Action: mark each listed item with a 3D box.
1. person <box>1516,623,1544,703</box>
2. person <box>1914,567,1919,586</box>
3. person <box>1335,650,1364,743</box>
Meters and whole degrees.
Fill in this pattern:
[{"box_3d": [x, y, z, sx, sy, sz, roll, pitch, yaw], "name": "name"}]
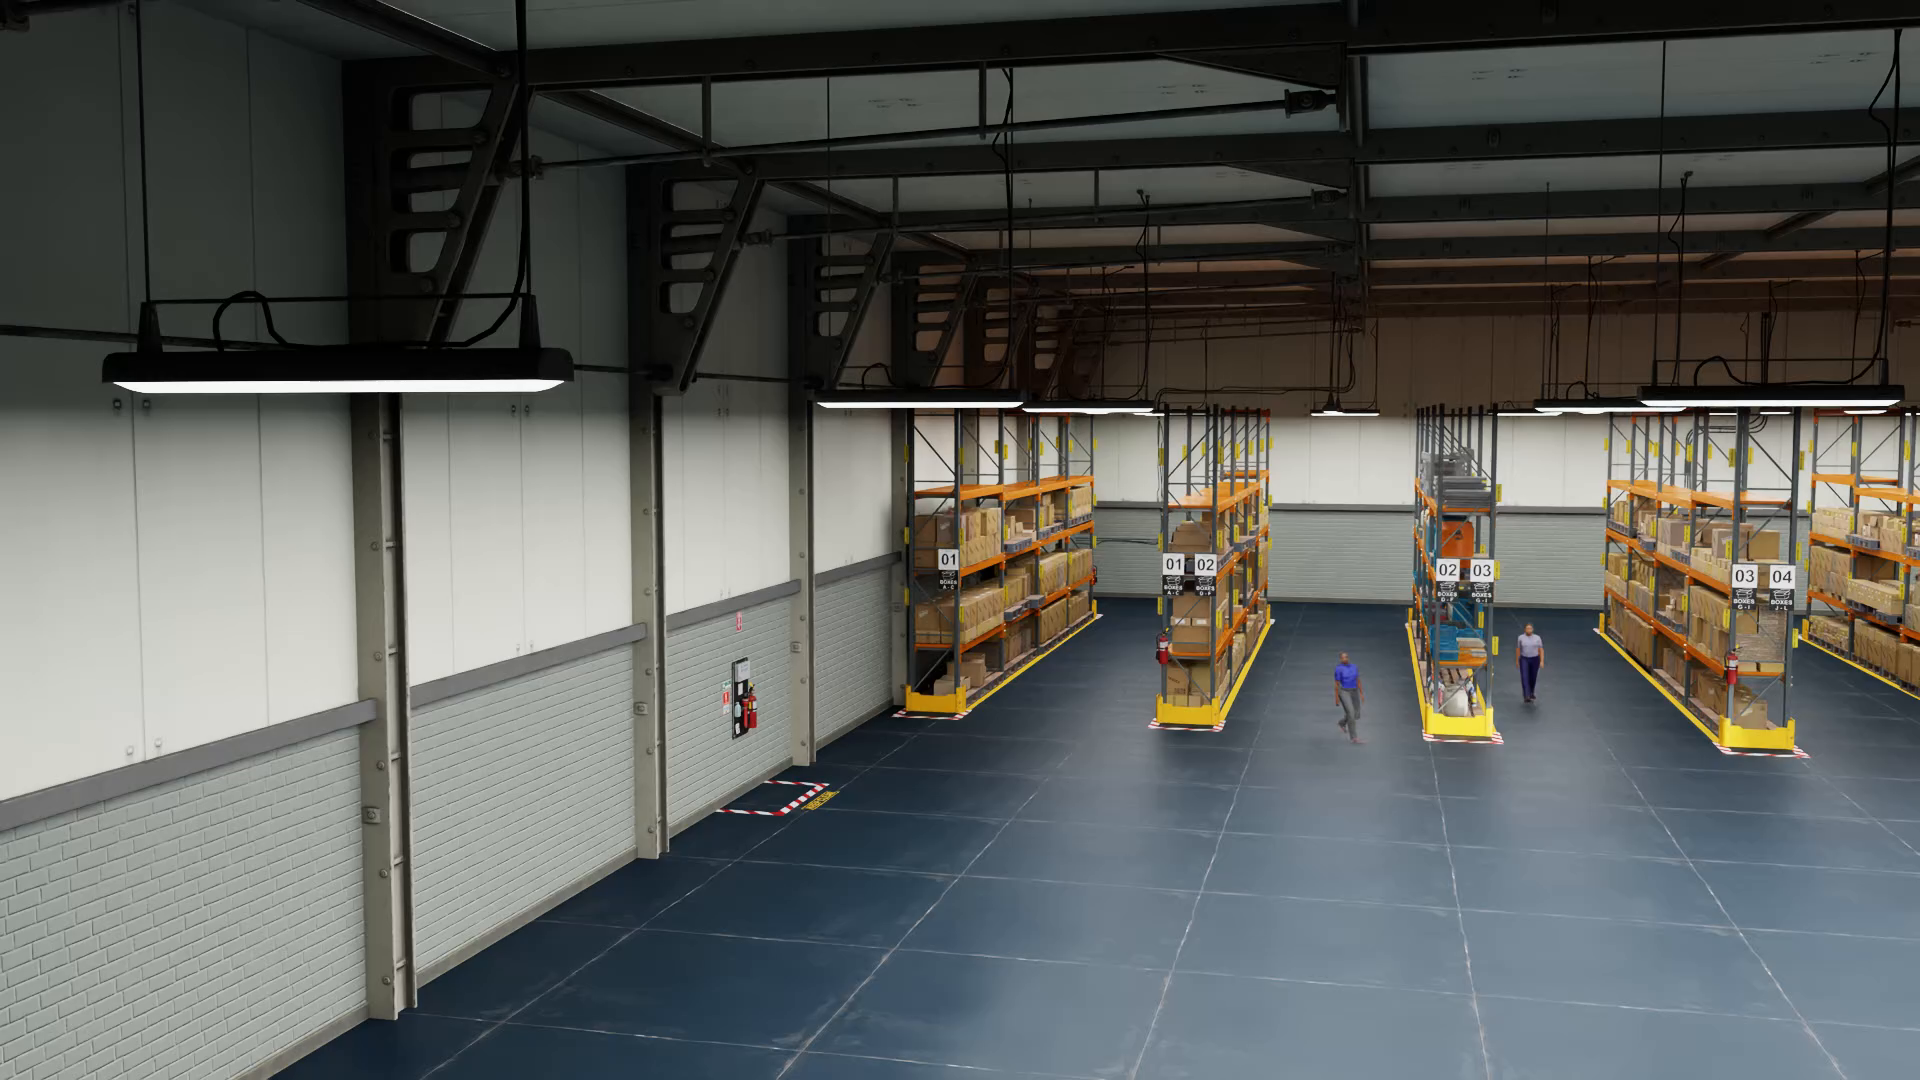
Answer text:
[{"box_3d": [11.508, 2.465, 33.520, 0.504, 1.588, 0.987, 1, 4, 10], "name": "person"}, {"box_3d": [26.103, 1.567, 45.073, 1.099, 1.738, 0.575, 1, 4, 8], "name": "person"}, {"box_3d": [6.910, 2.757, 29.534, 0.461, 1.613, 0.800, -2, 5, -23], "name": "person"}]
